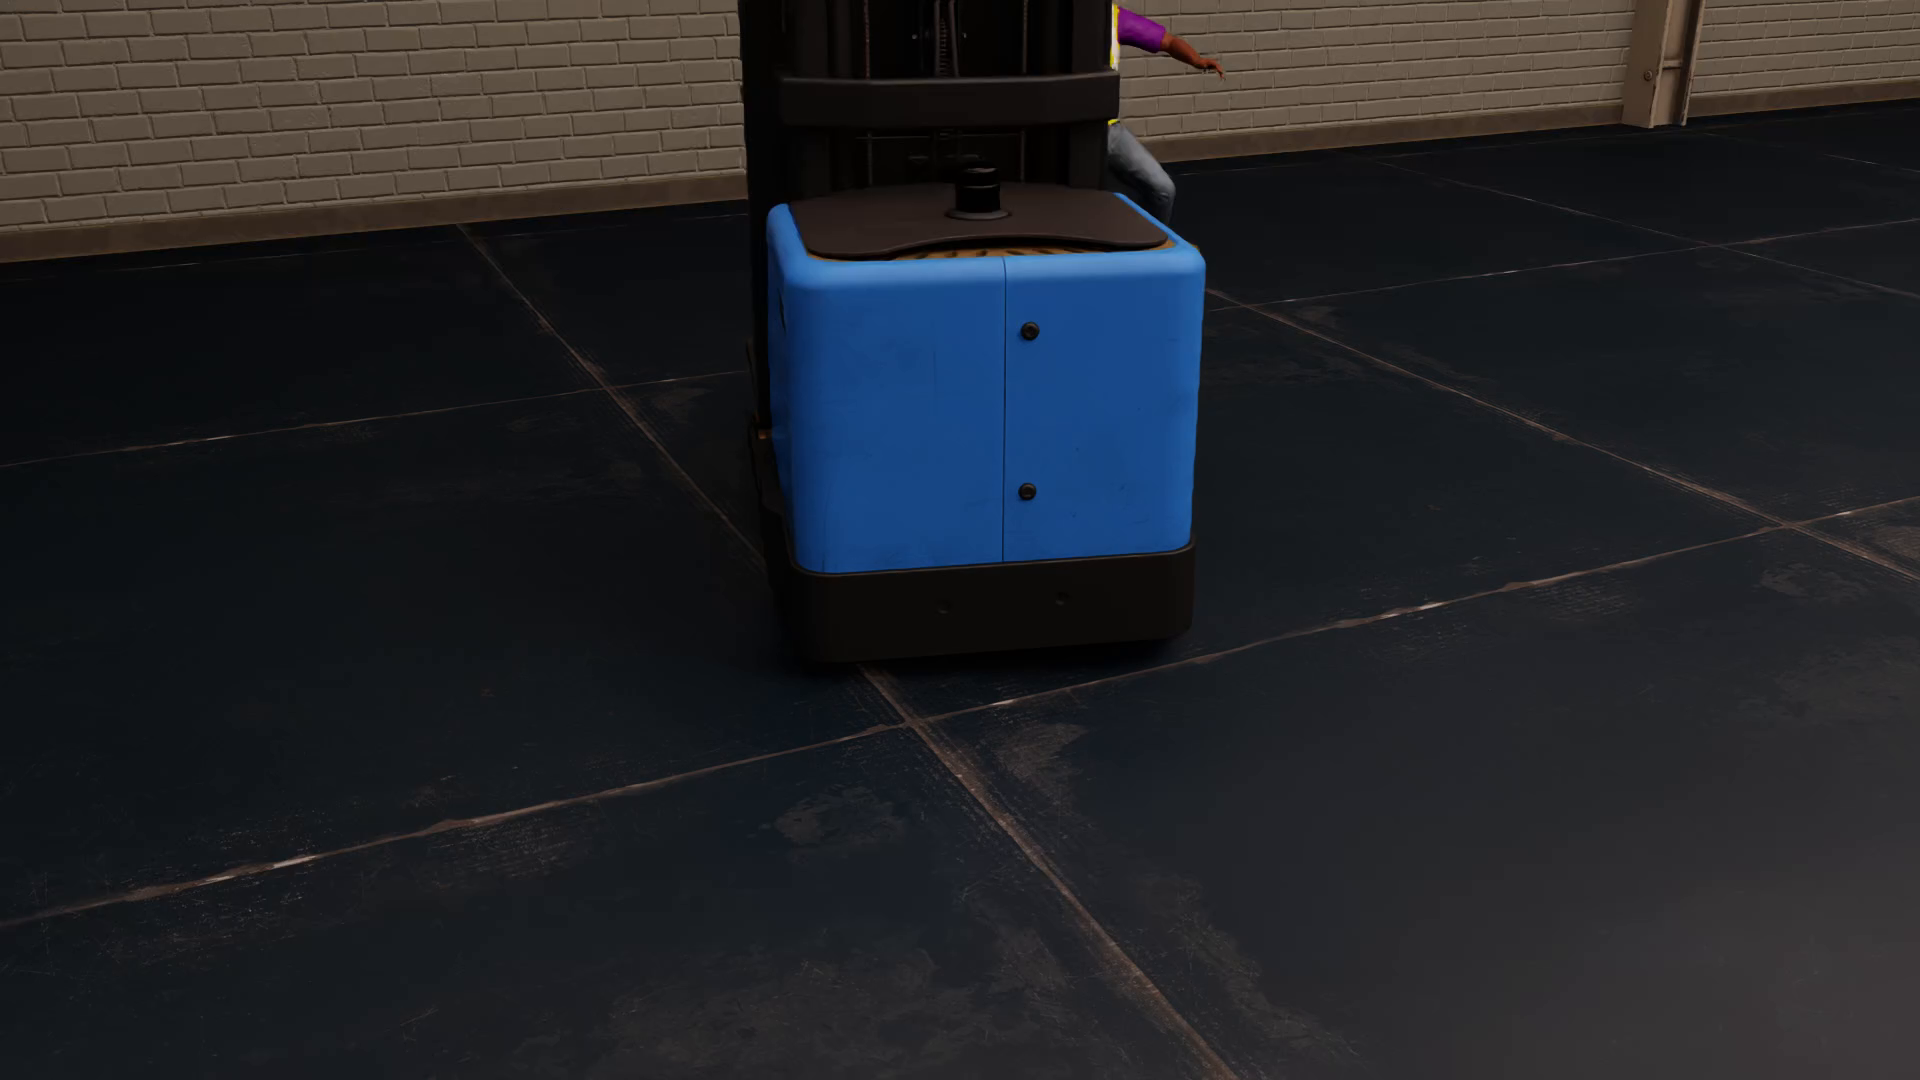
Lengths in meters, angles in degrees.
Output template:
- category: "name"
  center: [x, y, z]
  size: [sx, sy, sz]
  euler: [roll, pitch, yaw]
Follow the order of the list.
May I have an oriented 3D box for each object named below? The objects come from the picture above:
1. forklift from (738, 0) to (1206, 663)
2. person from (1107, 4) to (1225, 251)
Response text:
- category: "forklift"
  center: [-0.139, -1.577, 5.083]
  size: [1.130, 2.935, 3.031]
  euler: [-4, 23, -9]
- category: "person"
  center: [0.673, -1.951, 7.781]
  size: [1.316, 1.552, 0.773]
  euler: [-8, 24, -18]
